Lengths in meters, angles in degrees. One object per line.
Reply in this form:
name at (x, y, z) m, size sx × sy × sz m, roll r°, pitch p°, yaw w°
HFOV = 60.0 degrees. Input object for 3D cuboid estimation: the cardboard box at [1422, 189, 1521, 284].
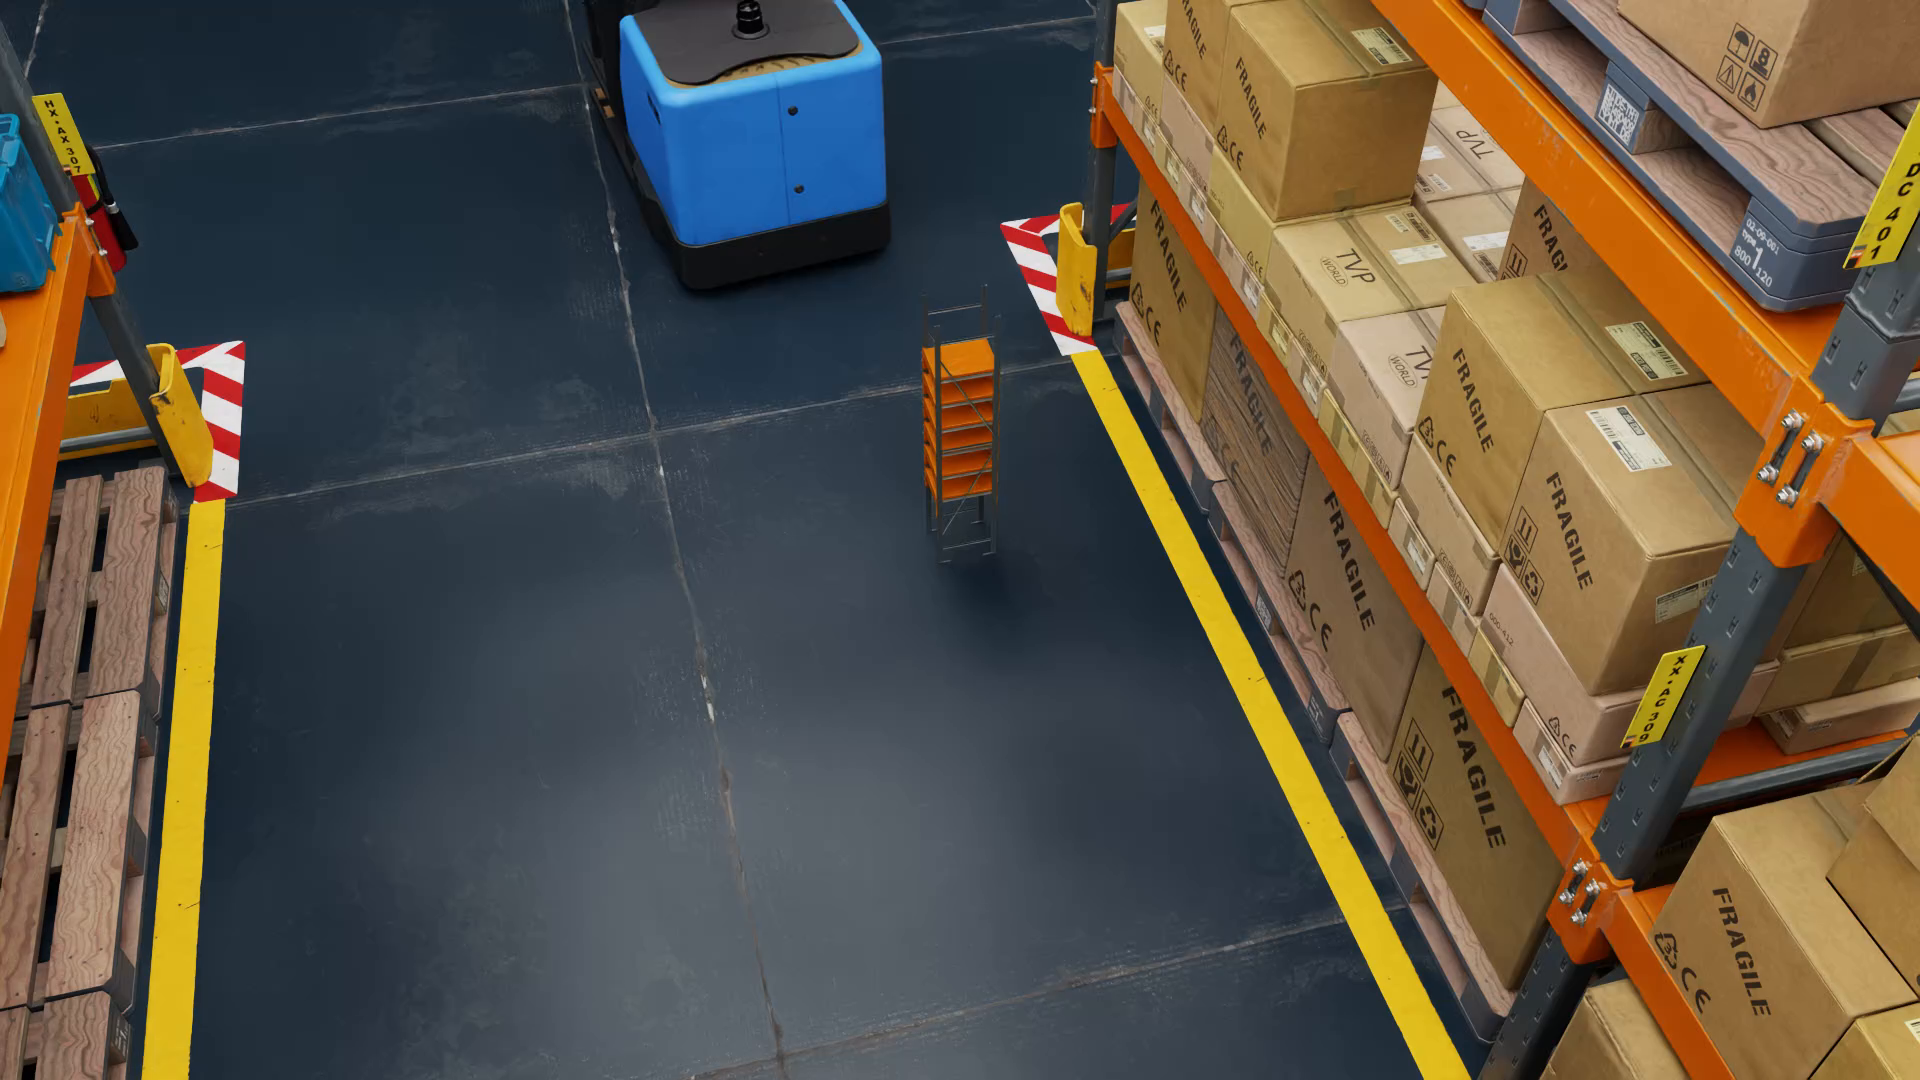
cardboard box at (1.829, -0.891, 5.419) m, size 0.500 × 0.250 × 0.500 m, roll -11°, pitch 47°, yaw -10°

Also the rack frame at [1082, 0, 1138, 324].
rack frame at (1.051, -2.186, 6.792) m, size 1.000 × 3.000 × 0.127 m, roll -11°, pitch 47°, yaw -10°

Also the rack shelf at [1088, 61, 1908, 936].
rack shelf at (1.563, -0.553, 5.695) m, size 1.077 × 0.370 × 4.000 m, roll -11°, pitch 47°, yaw -10°

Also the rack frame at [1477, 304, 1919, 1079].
rack frame at (2.075, 0.576, 4.085) m, size 1.000 × 3.000 × 0.127 m, roll -11°, pitch 47°, yaw -10°

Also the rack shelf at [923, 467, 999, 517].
rack shelf at (0.004, -0.211, 6.515) m, size 0.258 × 0.103 × 0.180 m, roll -11°, pitch 47°, yaw -10°

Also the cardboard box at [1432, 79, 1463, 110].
cardboard box at (1.561, -1.601, 6.115) m, size 0.500 × 0.250 × 0.500 m, roll -11°, pitch 47°, yaw -11°

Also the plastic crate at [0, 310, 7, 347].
plastic crate at (-3.353, -0.679, 5.458) m, size 0.396 × 0.136 × 0.243 m, roll -11°, pitch 47°, yaw -10°

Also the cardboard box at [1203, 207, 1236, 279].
cardboard box at (1.088, -1.083, 5.887) m, size 0.380 × 0.149 × 0.250 m, roll -12°, pitch 47°, yaw -11°

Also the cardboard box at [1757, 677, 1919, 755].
cardboard box at (2.321, 0.399, 4.435) m, size 0.380 × 0.149 × 0.250 m, roll -11°, pitch 47°, yaw -10°

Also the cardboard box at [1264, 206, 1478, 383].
cardboard box at (1.316, -0.792, 5.323) m, size 0.500 × 0.250 × 0.500 m, roll -12°, pitch 47°, yaw -11°

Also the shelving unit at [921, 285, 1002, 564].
shelving unit at (0.004, -0.410, 6.312) m, size 0.258 × 1.200 × 0.189 m, roll -11°, pitch 47°, yaw -10°

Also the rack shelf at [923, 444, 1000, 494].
rack shelf at (0.004, -0.295, 6.429) m, size 0.258 × 0.103 × 0.180 m, roll -11°, pitch 47°, yaw -10°

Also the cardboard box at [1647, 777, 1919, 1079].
cardboard box at (1.951, 0.904, 3.694) m, size 0.500 × 0.500 × 0.500 m, roll -11°, pitch 47°, yaw -10°

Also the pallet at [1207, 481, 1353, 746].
pallet at (1.640, 0.169, 6.437) m, size 1.003 × 0.211 × 1.213 m, roll -11°, pitch 47°, yaw -10°

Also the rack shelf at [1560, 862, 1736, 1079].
rack shelf at (2.587, 2.209, 2.989) m, size 1.077 × 0.370 × 4.000 m, roll -11°, pitch 47°, yaw -10°

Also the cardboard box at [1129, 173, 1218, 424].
cardboard box at (1.292, -1.162, 6.982) m, size 0.875 × 0.875 × 0.875 m, roll -11°, pitch 47°, yaw -10°

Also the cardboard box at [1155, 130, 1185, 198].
cardboard box at (0.956, -1.439, 6.236) m, size 0.380 × 0.149 × 0.250 m, roll -12°, pitch 47°, yaw -11°

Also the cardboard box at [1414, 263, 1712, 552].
cardboard box at (1.575, -0.353, 4.368) m, size 0.500 × 0.500 × 0.500 m, roll -10°, pitch 46°, yaw -10°

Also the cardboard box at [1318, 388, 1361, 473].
cardboard box at (1.351, -0.374, 5.192) m, size 0.380 × 0.149 × 0.250 m, roll -11°, pitch 47°, yaw -11°

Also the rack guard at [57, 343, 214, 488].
rack guard at (-3.756, -0.419, 6.811) m, size 1.175 × 0.500 × 0.348 m, roll -11°, pitch 47°, yaw -10°

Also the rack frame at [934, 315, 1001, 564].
rack frame at (0.027, -0.347, 6.250) m, size 0.240 × 1.200 × 0.006 m, roll -11°, pitch 47°, yaw -10°

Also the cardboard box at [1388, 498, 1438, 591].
cardboard box at (1.483, -0.019, 4.845) m, size 0.380 × 0.149 × 0.250 m, roll -10°, pitch 46°, yaw -10°

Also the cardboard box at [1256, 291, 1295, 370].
cardboard box at (1.218, -0.731, 5.542) m, size 0.380 × 0.149 × 0.250 m, roll -12°, pitch 47°, yaw -11°

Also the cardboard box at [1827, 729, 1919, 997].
cardboard box at (2.247, 0.629, 3.261) m, size 0.797 × 0.503 × 0.637 m, roll -12°, pitch 47°, yaw -11°

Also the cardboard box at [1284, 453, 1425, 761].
cardboard box at (1.753, 0.081, 5.764) m, size 0.875 × 0.875 × 0.875 m, roll -11°, pitch 47°, yaw -10°

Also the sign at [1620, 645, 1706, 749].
sign at (1.539, 0.348, 3.647) m, size 0.100 × 0.325 × 0.005 m, roll -11°, pitch 47°, yaw -10°

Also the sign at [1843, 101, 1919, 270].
sign at (1.539, -0.580, 2.701) m, size 0.100 × 0.325 × 0.005 m, roll -11°, pitch 47°, yaw -10°

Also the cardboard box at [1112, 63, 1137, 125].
cardboard box at (0.823, -1.792, 6.582) m, size 0.380 × 0.149 × 0.250 m, roll -10°, pitch 46°, yaw -10°

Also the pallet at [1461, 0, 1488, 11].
pallet at (1.567, -1.850, 4.425) m, size 1.003 × 0.211 × 1.213 m, roll -11°, pitch 47°, yaw -10°

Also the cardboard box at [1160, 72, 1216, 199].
cardboard box at (1.052, -1.499, 6.015) m, size 0.500 × 0.250 × 0.500 m, roll -11°, pitch 47°, yaw -11°

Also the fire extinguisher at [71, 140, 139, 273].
fire extinguisher at (-3.336, -1.310, 6.249) m, size 0.296 × 0.674 × 0.183 m, roll -11°, pitch 47°, yaw -10°

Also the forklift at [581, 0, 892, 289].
forklift at (-1.347, -3.272, 7.904) m, size 1.130 × 2.935 × 3.031 m, roll -16°, pitch 48°, yaw -15°

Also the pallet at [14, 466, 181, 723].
pallet at (-3.563, 0.272, 6.335) m, size 1.003 × 0.211 × 1.213 m, roll -11°, pitch 47°, yaw -10°

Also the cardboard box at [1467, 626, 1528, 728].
cardboard box at (1.614, 0.335, 4.497) m, size 0.380 × 0.149 × 0.250 m, roll -10°, pitch 46°, yaw -10°

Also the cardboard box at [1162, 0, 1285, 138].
cardboard box at (1.041, -1.774, 5.760) m, size 0.500 × 0.500 × 0.500 m, roll -12°, pitch 47°, yaw -11°

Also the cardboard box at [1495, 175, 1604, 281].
cardboard box at (1.943, -0.815, 4.821) m, size 0.500 × 0.500 × 0.500 m, roll -12°, pitch 47°, yaw -12°

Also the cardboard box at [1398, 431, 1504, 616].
cardboard box at (1.574, -0.089, 4.634) m, size 0.500 × 0.250 × 0.500 m, roll -9°, pitch 46°, yaw -9°

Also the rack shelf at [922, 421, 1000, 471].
rack shelf at (0.004, -0.379, 6.343) m, size 0.258 × 0.103 × 0.180 m, roll -11°, pitch 47°, yaw -10°

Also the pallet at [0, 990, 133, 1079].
pallet at (-2.939, 1.957, 4.684) m, size 1.003 × 0.211 × 1.213 m, roll -11°, pitch 47°, yaw -10°
